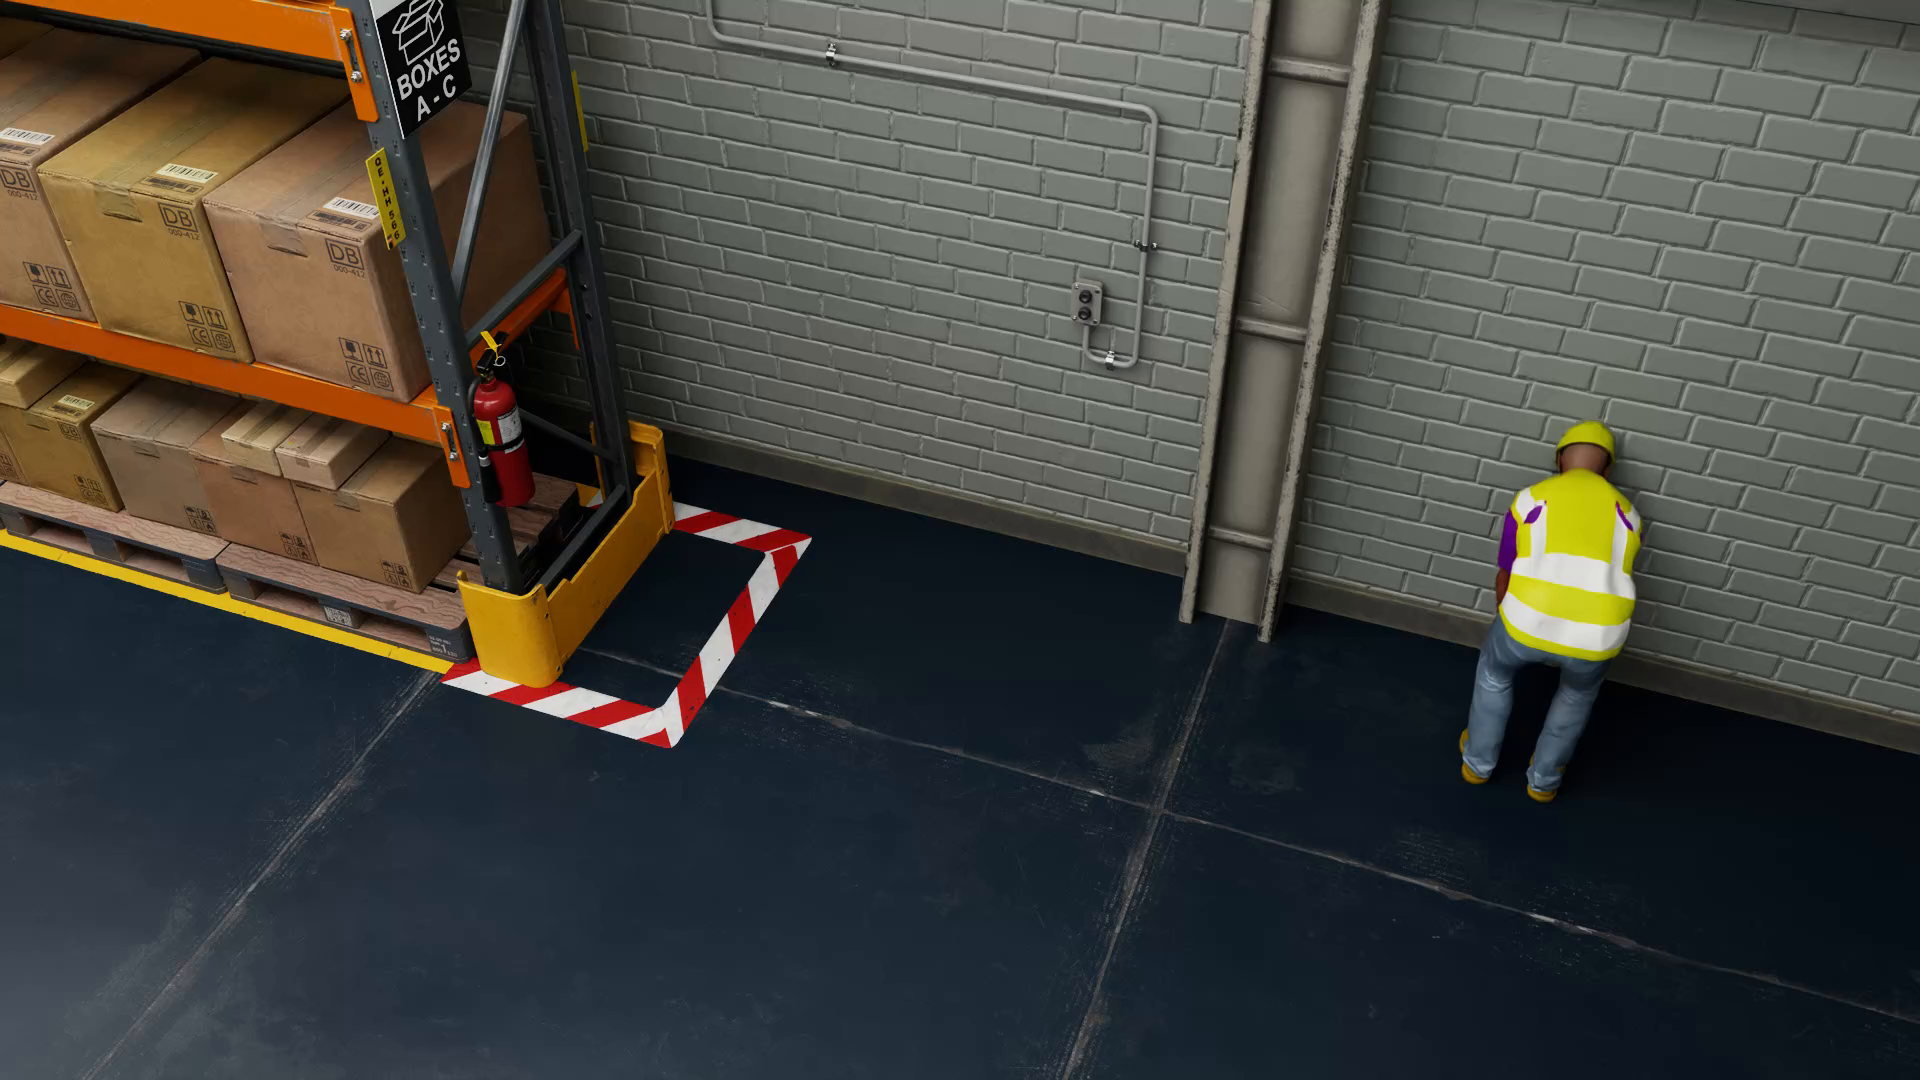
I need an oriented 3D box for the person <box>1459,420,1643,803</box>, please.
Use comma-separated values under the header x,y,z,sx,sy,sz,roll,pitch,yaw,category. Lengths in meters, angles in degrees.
x,y,z,sx,sy,sz,roll,pitch,yaw,category
2.201,0.275,6.222,0.475,1.242,0.956,12,43,14,person
